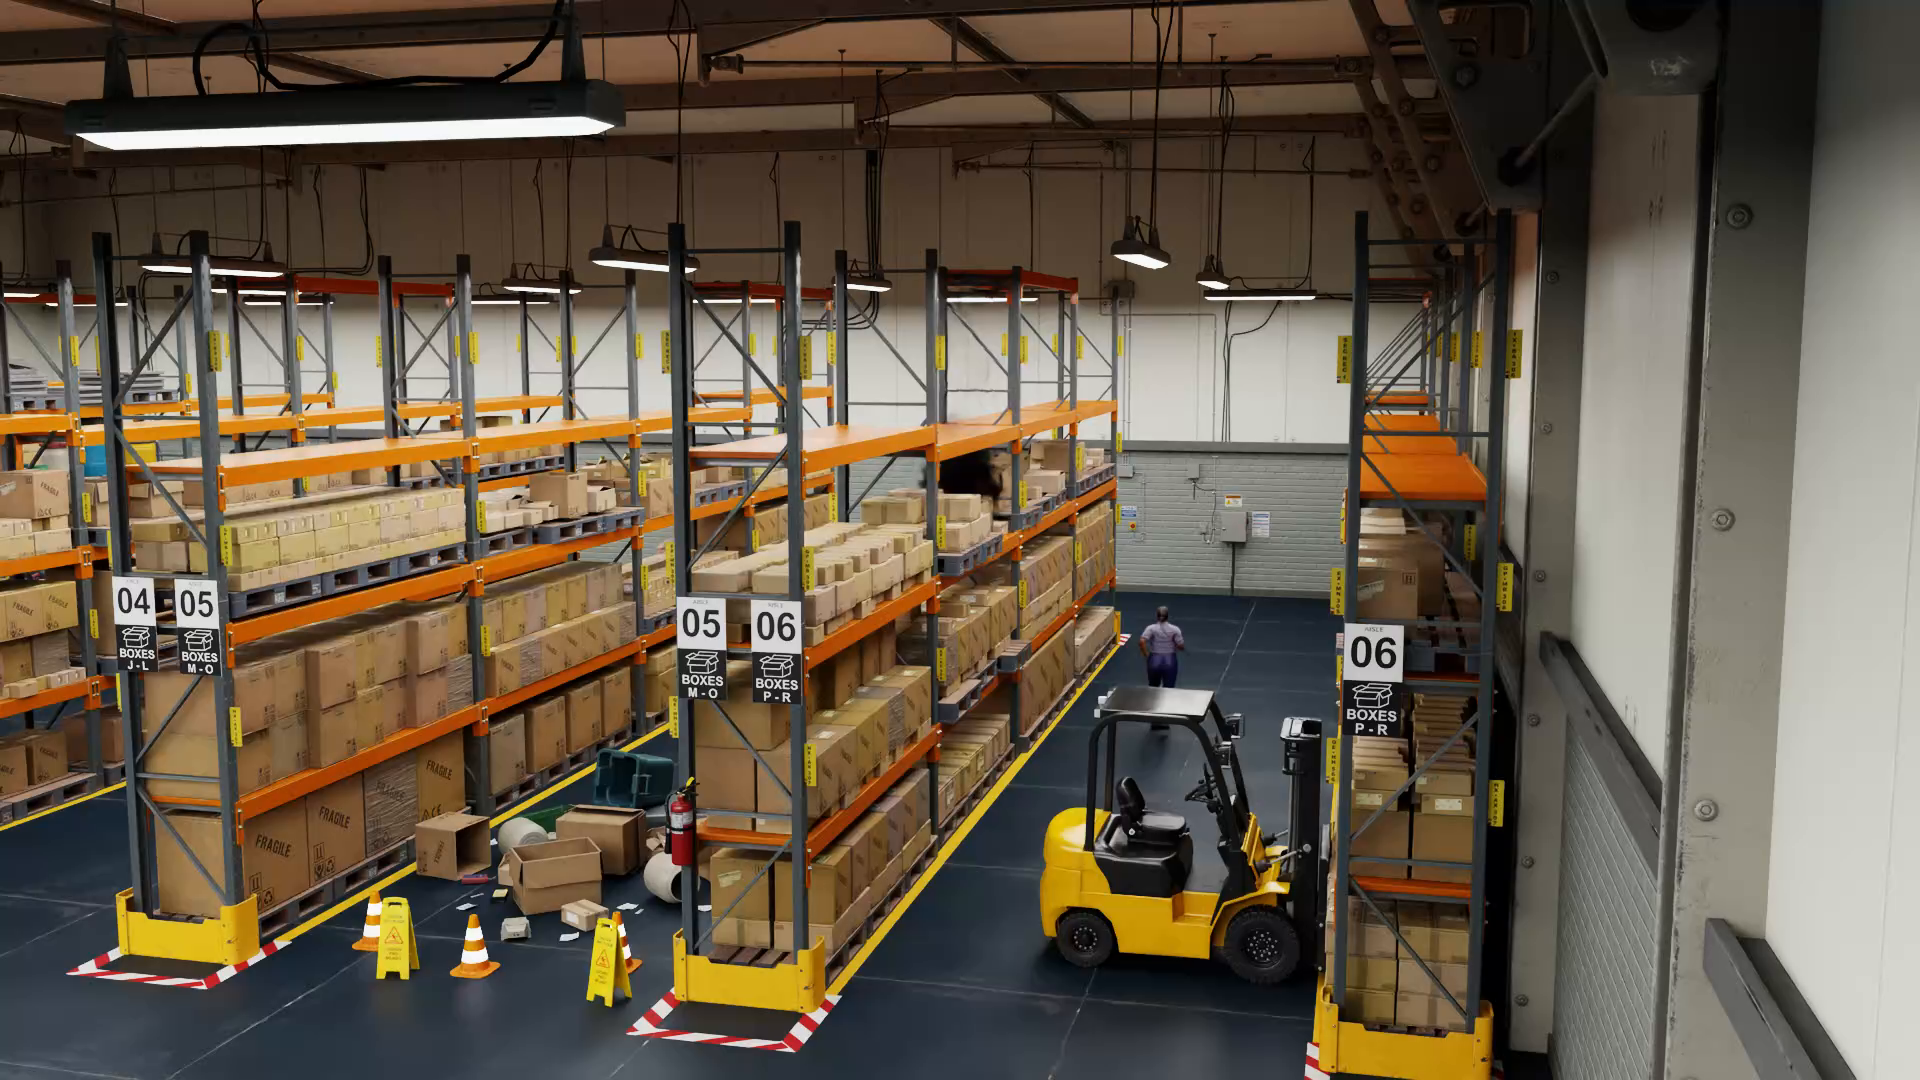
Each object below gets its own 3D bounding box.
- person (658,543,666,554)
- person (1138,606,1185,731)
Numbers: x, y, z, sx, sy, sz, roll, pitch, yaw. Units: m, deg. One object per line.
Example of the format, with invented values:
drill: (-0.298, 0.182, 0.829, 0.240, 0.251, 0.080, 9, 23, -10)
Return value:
person: (-4.901, 0.915, 27.556, 0.718, 1.761, 0.965, 2, 7, 12)
person: (2.644, 1.692, 21.748, 0.592, 1.686, 0.779, 1, 7, 12)
